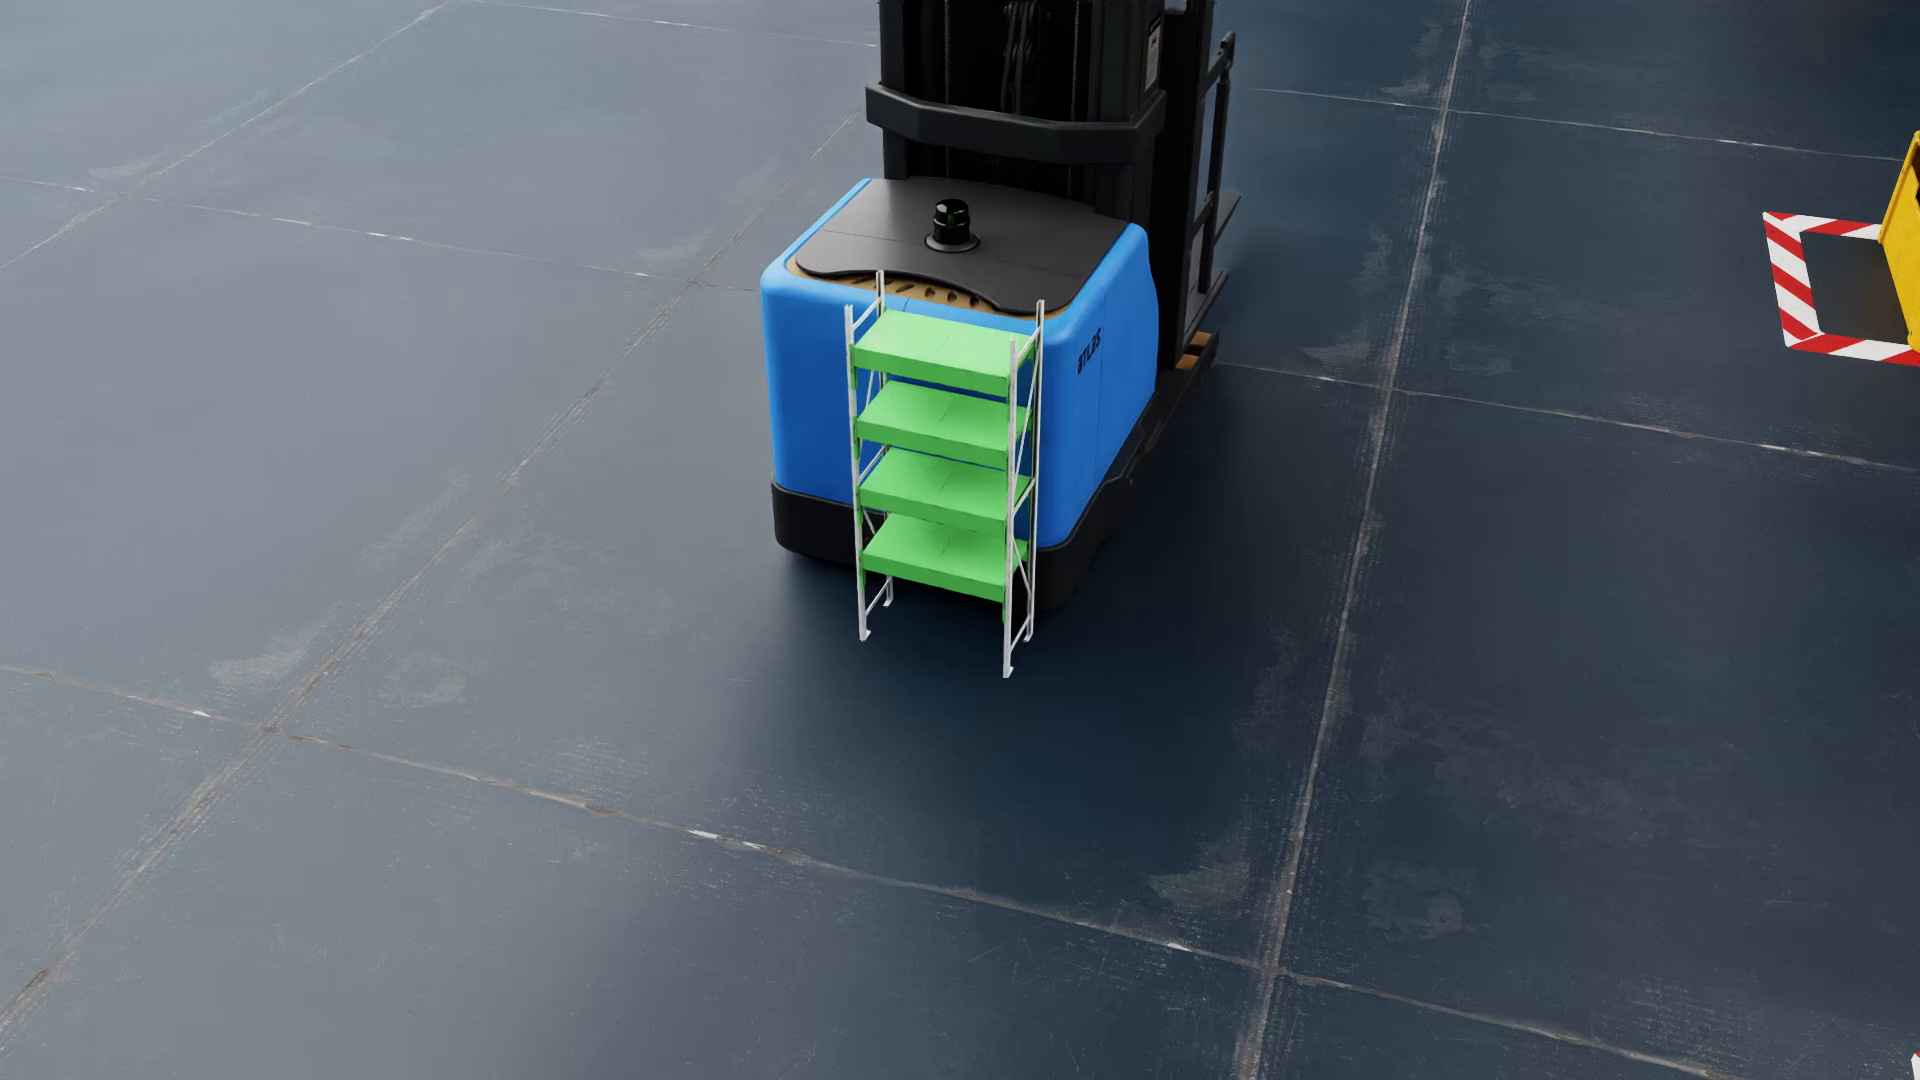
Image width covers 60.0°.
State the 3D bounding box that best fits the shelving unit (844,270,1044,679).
[{"bbox_3d":[-0.042,-0.172,4.971,0.503,1.200,0.258,13,38,17],"label":"shelving unit"}]

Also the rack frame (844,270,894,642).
[{"bbox_3d":[-0.270,-0.224,5.043,0.015,1.200,0.240,13,38,17],"label":"rack frame"}]

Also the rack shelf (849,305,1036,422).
[{"bbox_3d":[-0.042,-0.507,4.724,0.480,0.148,0.258,13,38,17],"label":"rack shelf"}]

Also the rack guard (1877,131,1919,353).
[{"bbox_3d":[4.222,-1.263,7.045,0.348,0.500,1.175,10,38,14],"label":"rack guard"}]

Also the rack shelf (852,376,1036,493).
[{"bbox_3d":[-0.042,-0.313,4.867,0.480,0.148,0.258,13,38,17],"label":"rack shelf"}]

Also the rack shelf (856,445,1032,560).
[{"bbox_3d":[-0.042,-0.120,5.009,0.480,0.148,0.258,13,38,17],"label":"rack shelf"}]

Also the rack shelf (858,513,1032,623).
[{"bbox_3d":[-0.042,0.073,5.151,0.480,0.148,0.258,13,38,17],"label":"rack shelf"}]

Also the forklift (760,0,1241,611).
[{"bbox_3d":[0.391,-1.825,5.757,1.130,2.935,3.031,13,38,17],"label":"forklift"}]

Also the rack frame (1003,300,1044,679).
[{"bbox_3d":[0.185,-0.119,4.899,0.015,1.200,0.240,13,38,17],"label":"rack frame"}]
